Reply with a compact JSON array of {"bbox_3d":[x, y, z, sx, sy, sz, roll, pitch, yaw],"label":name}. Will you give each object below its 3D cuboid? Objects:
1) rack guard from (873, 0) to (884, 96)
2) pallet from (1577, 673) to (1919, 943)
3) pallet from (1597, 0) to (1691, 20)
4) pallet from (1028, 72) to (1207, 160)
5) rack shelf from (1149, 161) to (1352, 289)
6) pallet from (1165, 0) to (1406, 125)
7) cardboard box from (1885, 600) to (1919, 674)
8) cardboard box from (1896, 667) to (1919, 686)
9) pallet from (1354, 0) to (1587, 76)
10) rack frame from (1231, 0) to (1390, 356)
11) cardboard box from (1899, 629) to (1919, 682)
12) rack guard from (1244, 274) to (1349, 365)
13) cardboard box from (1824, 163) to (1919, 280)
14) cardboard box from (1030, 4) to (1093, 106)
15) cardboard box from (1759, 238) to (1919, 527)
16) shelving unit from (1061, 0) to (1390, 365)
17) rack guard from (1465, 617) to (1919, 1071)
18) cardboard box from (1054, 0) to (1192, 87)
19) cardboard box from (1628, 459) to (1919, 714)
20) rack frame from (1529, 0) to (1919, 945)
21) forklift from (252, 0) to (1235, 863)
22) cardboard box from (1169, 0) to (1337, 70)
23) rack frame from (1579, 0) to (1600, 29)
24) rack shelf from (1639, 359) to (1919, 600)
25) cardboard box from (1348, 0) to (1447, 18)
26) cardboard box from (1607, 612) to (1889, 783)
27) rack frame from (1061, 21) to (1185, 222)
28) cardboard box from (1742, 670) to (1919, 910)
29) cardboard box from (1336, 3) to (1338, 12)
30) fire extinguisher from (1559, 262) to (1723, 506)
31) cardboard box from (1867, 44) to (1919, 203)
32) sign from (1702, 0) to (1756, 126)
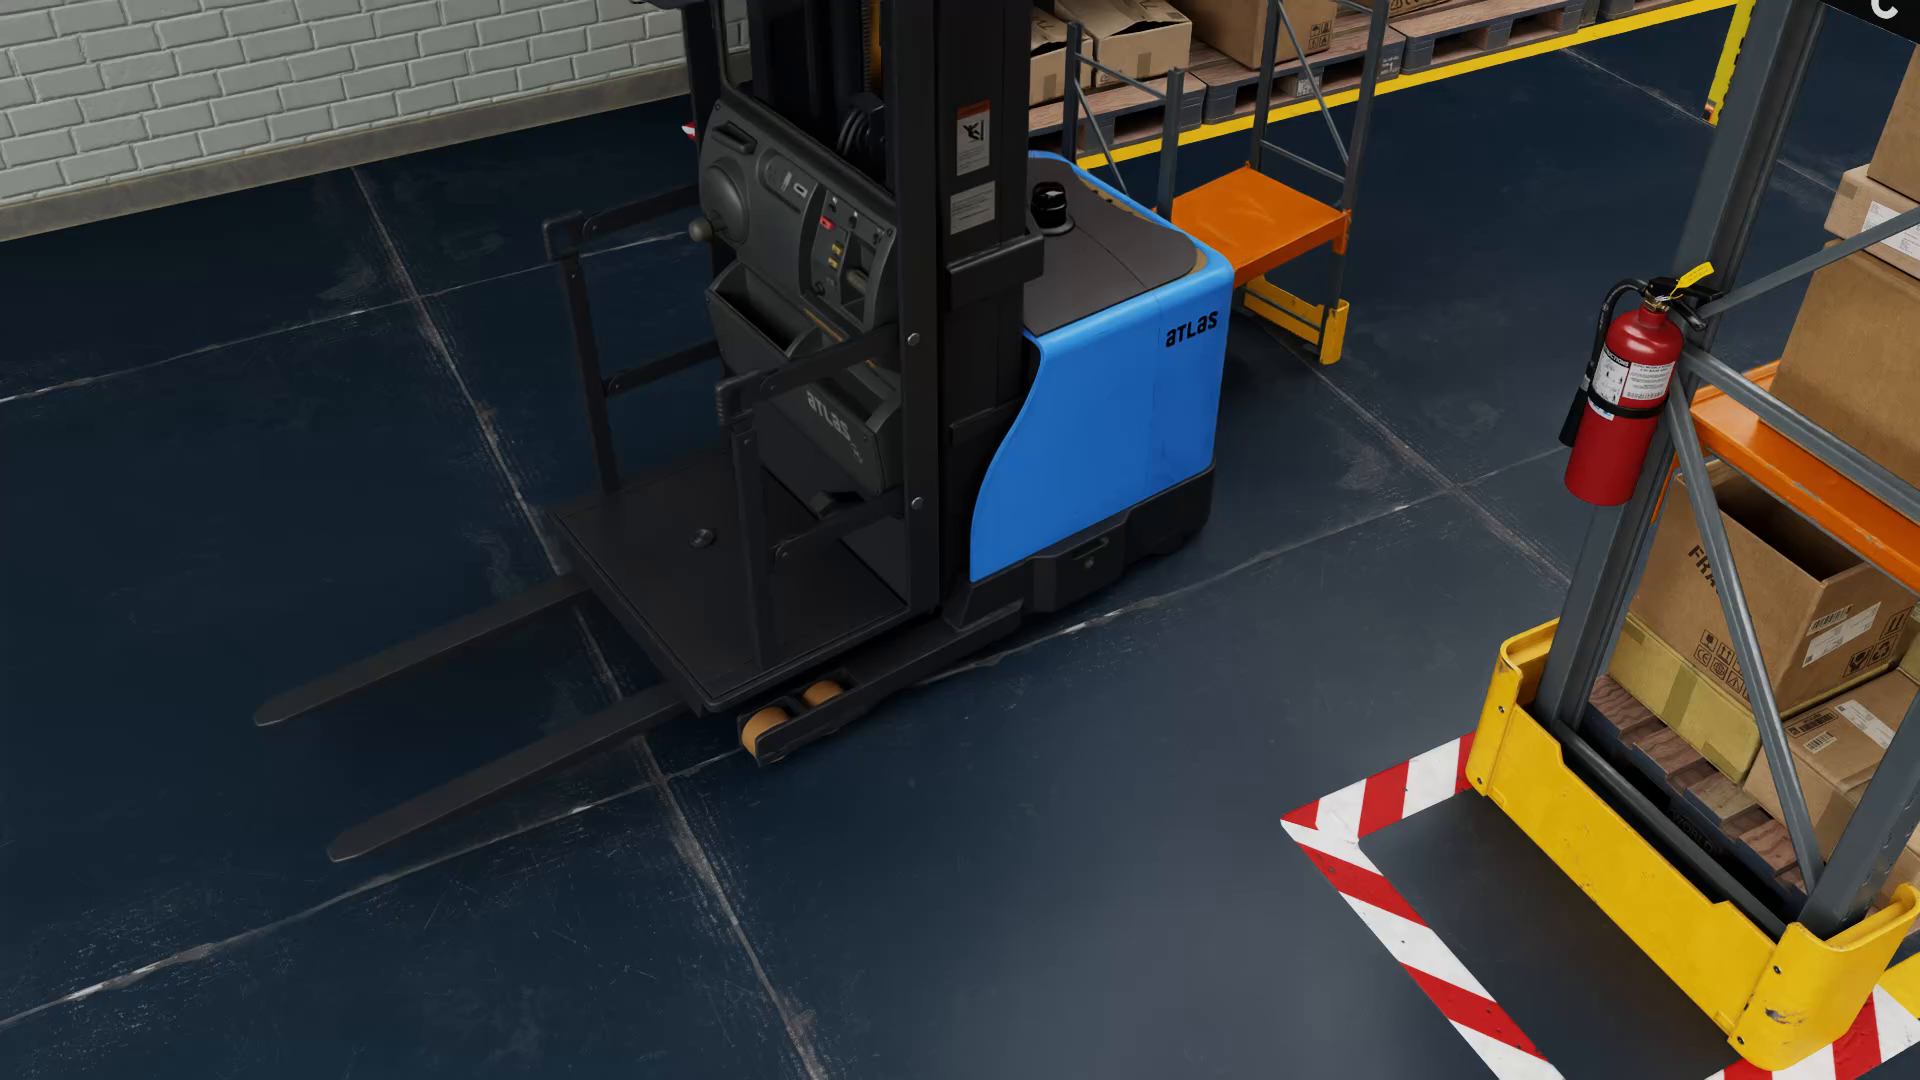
[{"bbox_3d":[-0.305,-2.096,7.839,0.348,0.500,1.175,-19,44,-21],"label":"rack guard"},{"bbox_3d":[2.578,0.622,4.851,1.213,0.211,1.003,-19,44,-21],"label":"pallet"},{"bbox_3d":[3.865,-3.390,9.591,1.213,0.211,1.003,-19,44,-21],"label":"pallet"},{"bbox_3d":[0.432,-2.208,8.195,1.213,0.211,1.003,-19,44,-21],"label":"pallet"},{"bbox_3d":[0.909,-1.071,6.133,1.000,0.185,0.538,-29,48,-30],"label":"rack shelf"},{"bbox_3d":[1.512,-2.569,8.622,1.213,0.211,1.003,-19,44,-21],"label":"pallet"},{"bbox_3d":[2.696,0.214,4.979,0.500,0.250,0.500,-19,44,-21],"label":"cardboard box"},{"bbox_3d":[2.939,0.515,4.623,0.500,0.250,0.500,-19,44,-21],"label":"cardboard box"},{"bbox_3d":[2.596,-2.936,9.055,1.213,0.211,1.003,-19,44,-21],"label":"pallet"},{"bbox_3d":[1.296,-1.421,6.268,0.032,1.500,0.500,-29,48,-30],"label":"rack frame"},{"bbox_3d":[2.940,0.230,4.379,0.500,0.500,0.500,-19,44,-21],"label":"cardboard box"},{"bbox_3d":[1.295,-0.944,6.672,0.087,0.250,0.587,-29,48,-30],"label":"rack guard"},{"bbox_3d":[2.170,-0.699,3.674,0.250,0.149,0.380,-19,44,-21],"label":"cardboard box"},{"bbox_3d":[0.283,-2.324,7.914,0.500,0.311,0.500,-24,46,-25],"label":"cardboard box"},{"bbox_3d":[2.339,-0.360,3.776,0.500,0.500,0.700,-19,44,-21],"label":"cardboard box"},{"bbox_3d":[0.916,-1.212,6.021,1.083,1.500,0.587,-29,48,-30],"label":"shelving unit"},{"bbox_3d":[1.898,0.771,4.452,0.348,0.500,1.175,-19,44,-21],"label":"rack guard"},{"bbox_3d":[0.788,-2.494,8.115,0.500,0.311,0.500,-15,43,-17],"label":"cardboard box"},{"bbox_3d":[2.257,0.083,4.553,0.500,0.500,0.500,-19,44,-21],"label":"cardboard box"},{"bbox_3d":[1.919,-0.190,3.653,0.127,3.000,1.000,-19,44,-21],"label":"rack frame"},{"bbox_3d":[-0.628,-0.844,4.479,3.031,2.935,1.130,-25,46,-27],"label":"forklift"},{"bbox_3d":[1.462,-2.756,8.279,0.500,0.500,0.700,-21,45,-23],"label":"cardboard box"},{"bbox_3d":[3.175,-4.221,8.415,0.127,3.000,1.000,-19,44,-21],"label":"rack frame"},{"bbox_3d":[3.693,-0.512,4.590,4.000,0.370,1.077,-19,44,-21],"label":"rack shelf"},{"bbox_3d":[2.273,-3.102,8.687,0.500,0.500,0.500,-22,45,-24],"label":"cardboard box"},{"bbox_3d":[2.258,0.370,4.794,0.500,0.250,0.500,-19,44,-21],"label":"cardboard box"},{"bbox_3d":[0.522,-0.995,5.765,0.032,1.500,0.500,-29,48,-30],"label":"rack frame"},{"bbox_3d":[2.497,0.667,4.444,0.500,0.250,0.500,-19,44,-21],"label":"cardboard box"},{"bbox_3d":[1.747,-2.835,8.644,0.250,0.149,0.380,-22,45,-24],"label":"cardboard box"},{"bbox_3d":[1.599,-0.391,3.950,0.183,0.674,0.296,-19,44,-21],"label":"fire extinguisher"},{"bbox_3d":[2.386,-0.871,3.376,0.500,0.500,0.700,-18,44,-20],"label":"cardboard box"},{"bbox_3d":[1.681,-1.037,3.574,0.005,0.325,0.100,-19,44,-21],"label":"sign"}]
